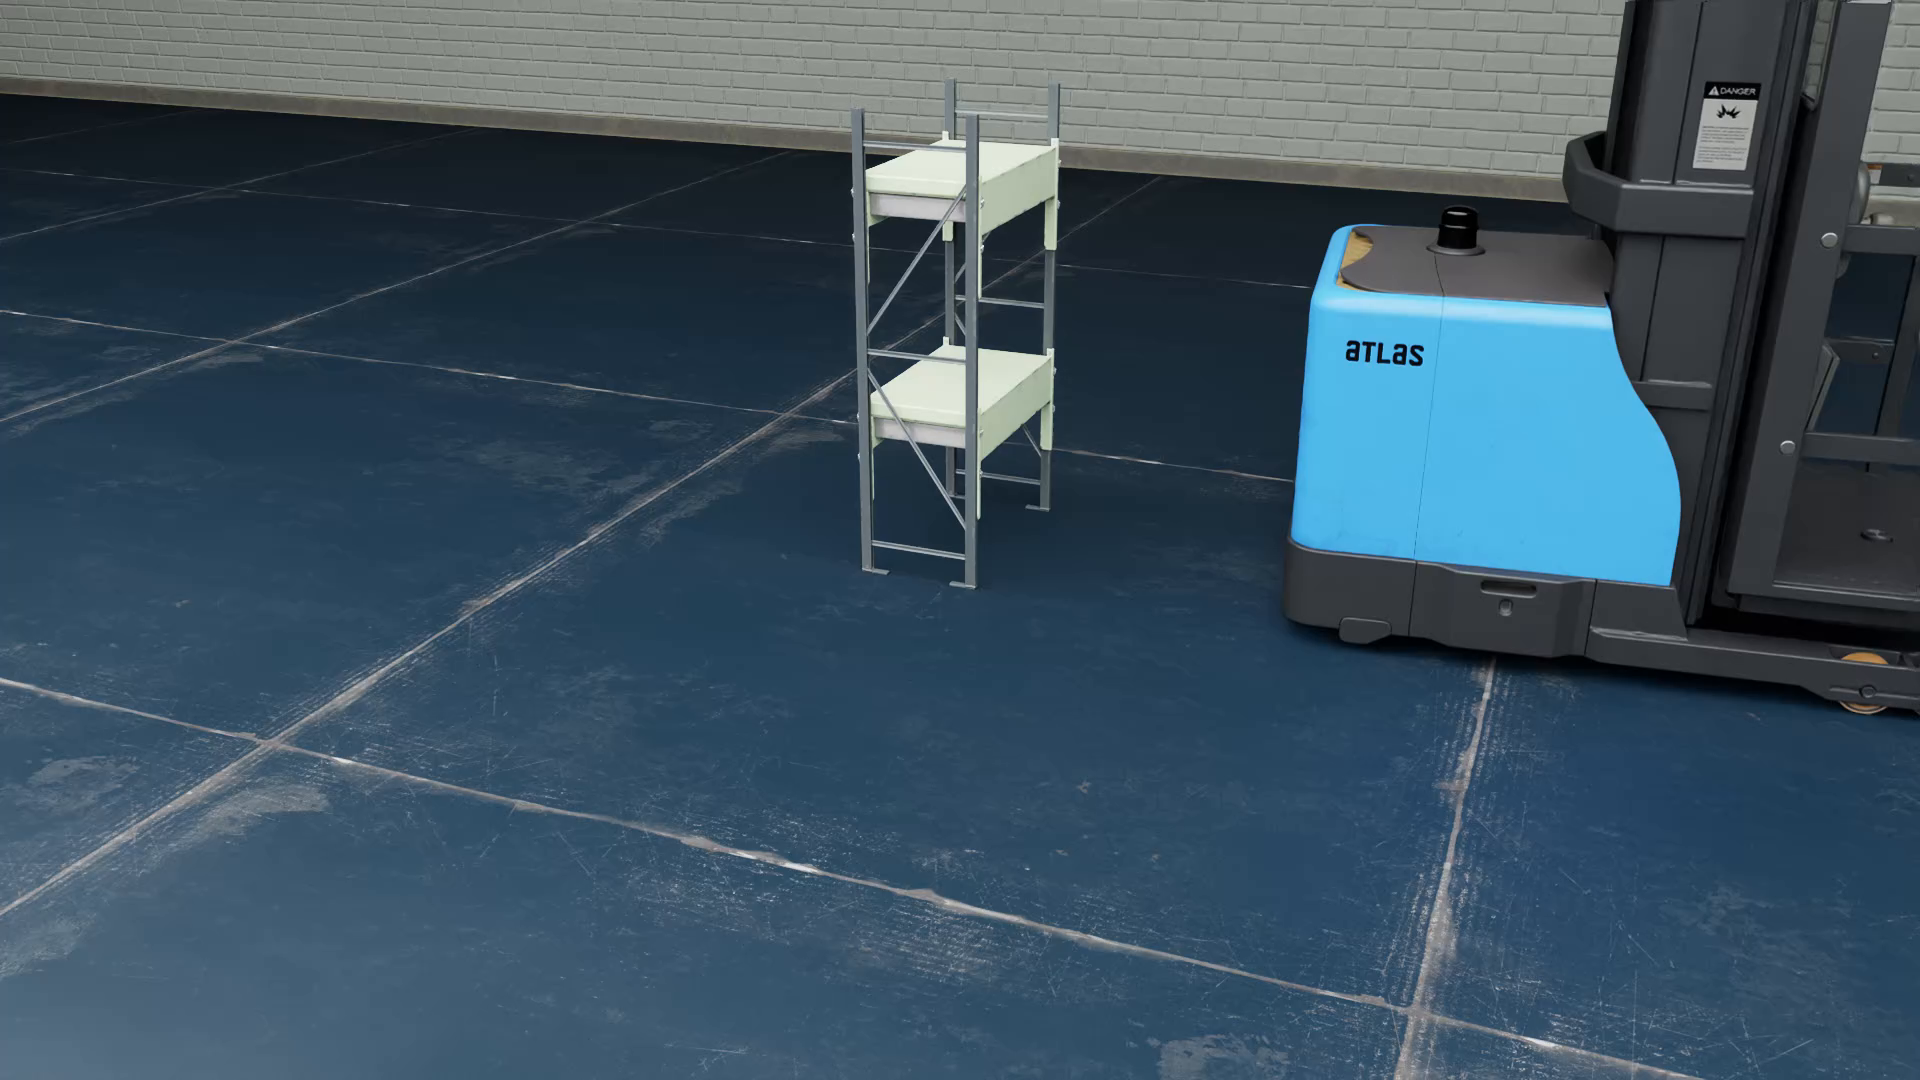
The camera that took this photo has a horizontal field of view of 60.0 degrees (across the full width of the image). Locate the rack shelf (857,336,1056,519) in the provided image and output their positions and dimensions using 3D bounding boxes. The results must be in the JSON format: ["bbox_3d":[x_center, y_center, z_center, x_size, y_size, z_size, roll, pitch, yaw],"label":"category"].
[{"bbox_3d":[0.002,-0.394,5.592,0.431,0.370,0.720,9,24,20],"label":"rack shelf"}]

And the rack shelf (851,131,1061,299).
[{"bbox_3d":[0.002,-1.055,5.316,0.431,0.370,0.720,9,24,20],"label":"rack shelf"}]

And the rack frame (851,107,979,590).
[{"bbox_3d":[-0.133,-0.563,5.153,0.400,1.500,0.023,9,24,20],"label":"rack frame"}]

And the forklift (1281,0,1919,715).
[{"bbox_3d":[2.550,-1.079,4.531,3.031,2.935,1.130,6,23,14],"label":"forklift"}]

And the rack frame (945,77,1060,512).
[{"bbox_3d":[0.138,-0.825,5.780,0.400,1.500,0.023,9,24,20],"label":"rack frame"}]

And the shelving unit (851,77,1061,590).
[{"bbox_3d":[0.002,-0.694,5.467,0.431,1.500,0.755,9,24,20],"label":"shelving unit"}]
